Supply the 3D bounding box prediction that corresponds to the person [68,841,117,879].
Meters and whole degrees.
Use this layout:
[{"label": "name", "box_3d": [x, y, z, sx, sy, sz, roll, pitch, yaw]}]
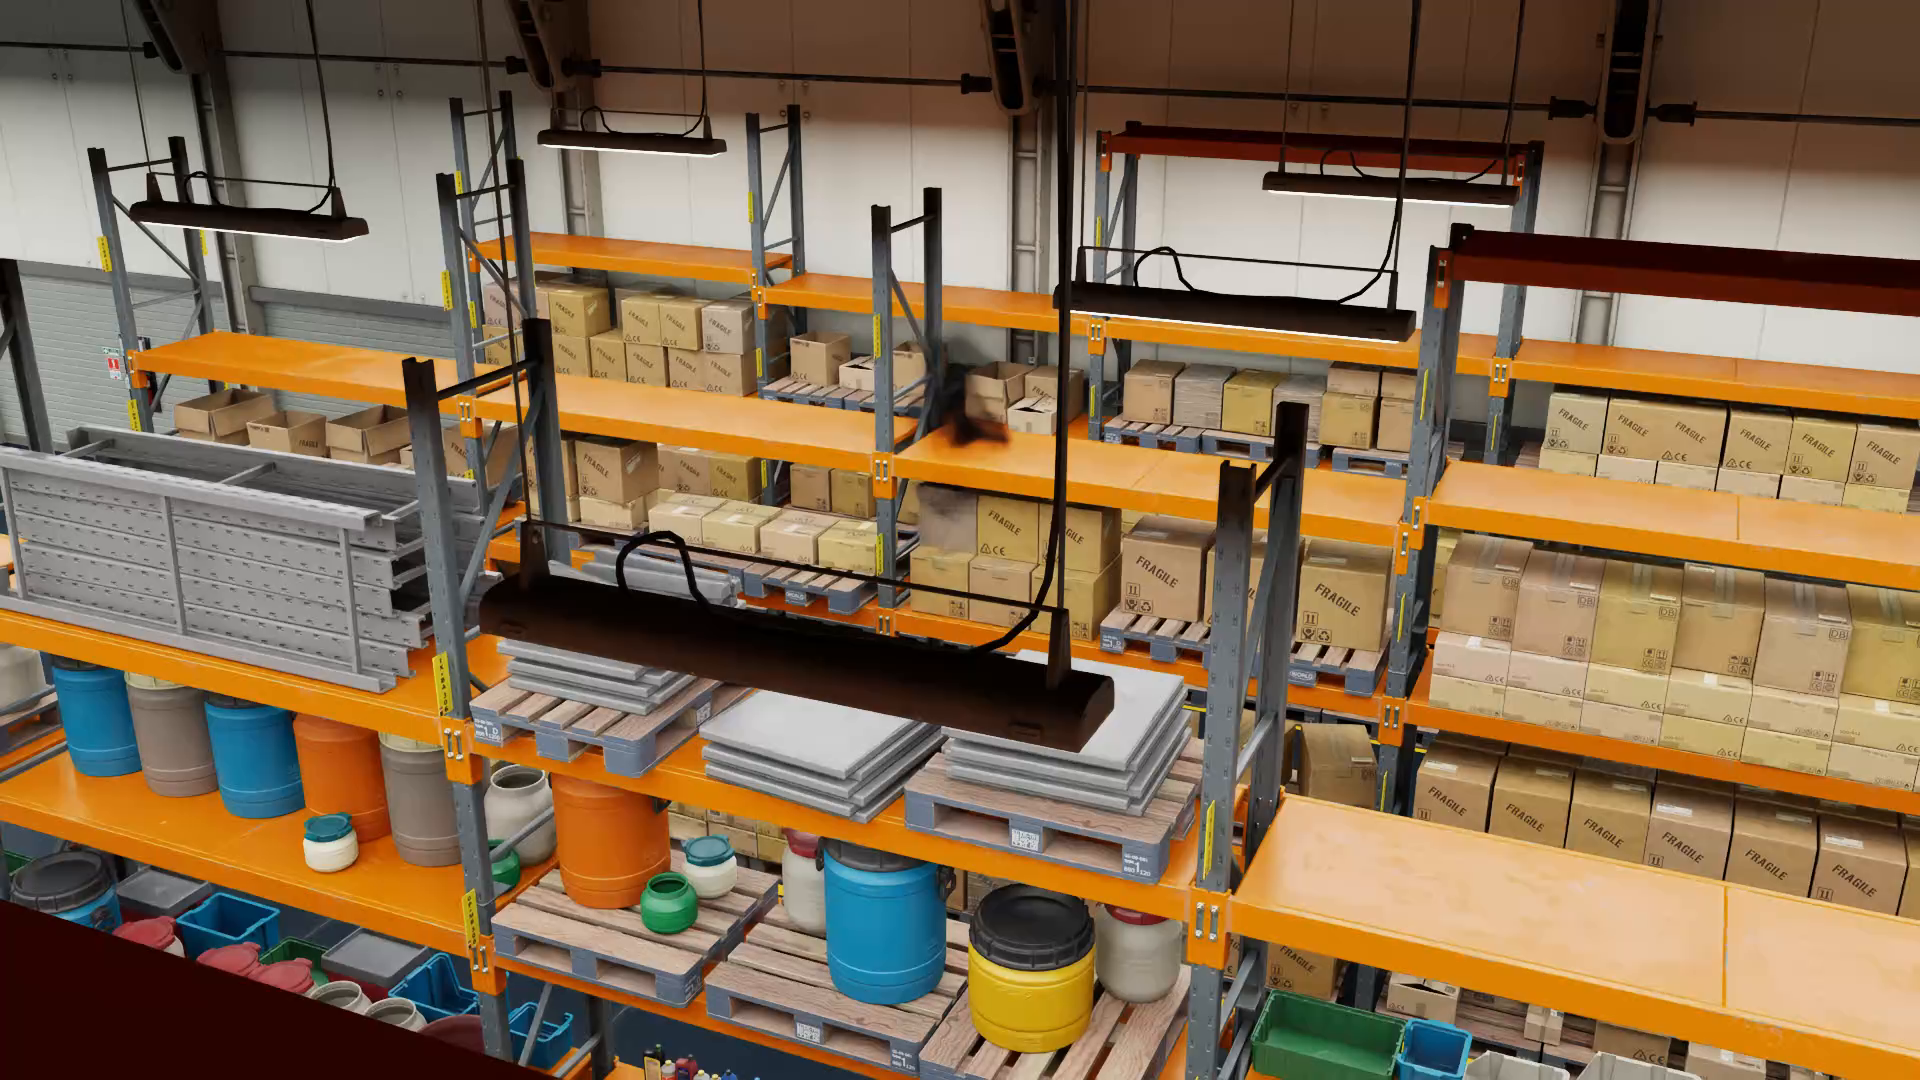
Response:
[{"label": "person", "box_3d": [-7.082, 2.467, 13.706, 0.893, 1.671, 0.588, 5, 21, 13]}]
